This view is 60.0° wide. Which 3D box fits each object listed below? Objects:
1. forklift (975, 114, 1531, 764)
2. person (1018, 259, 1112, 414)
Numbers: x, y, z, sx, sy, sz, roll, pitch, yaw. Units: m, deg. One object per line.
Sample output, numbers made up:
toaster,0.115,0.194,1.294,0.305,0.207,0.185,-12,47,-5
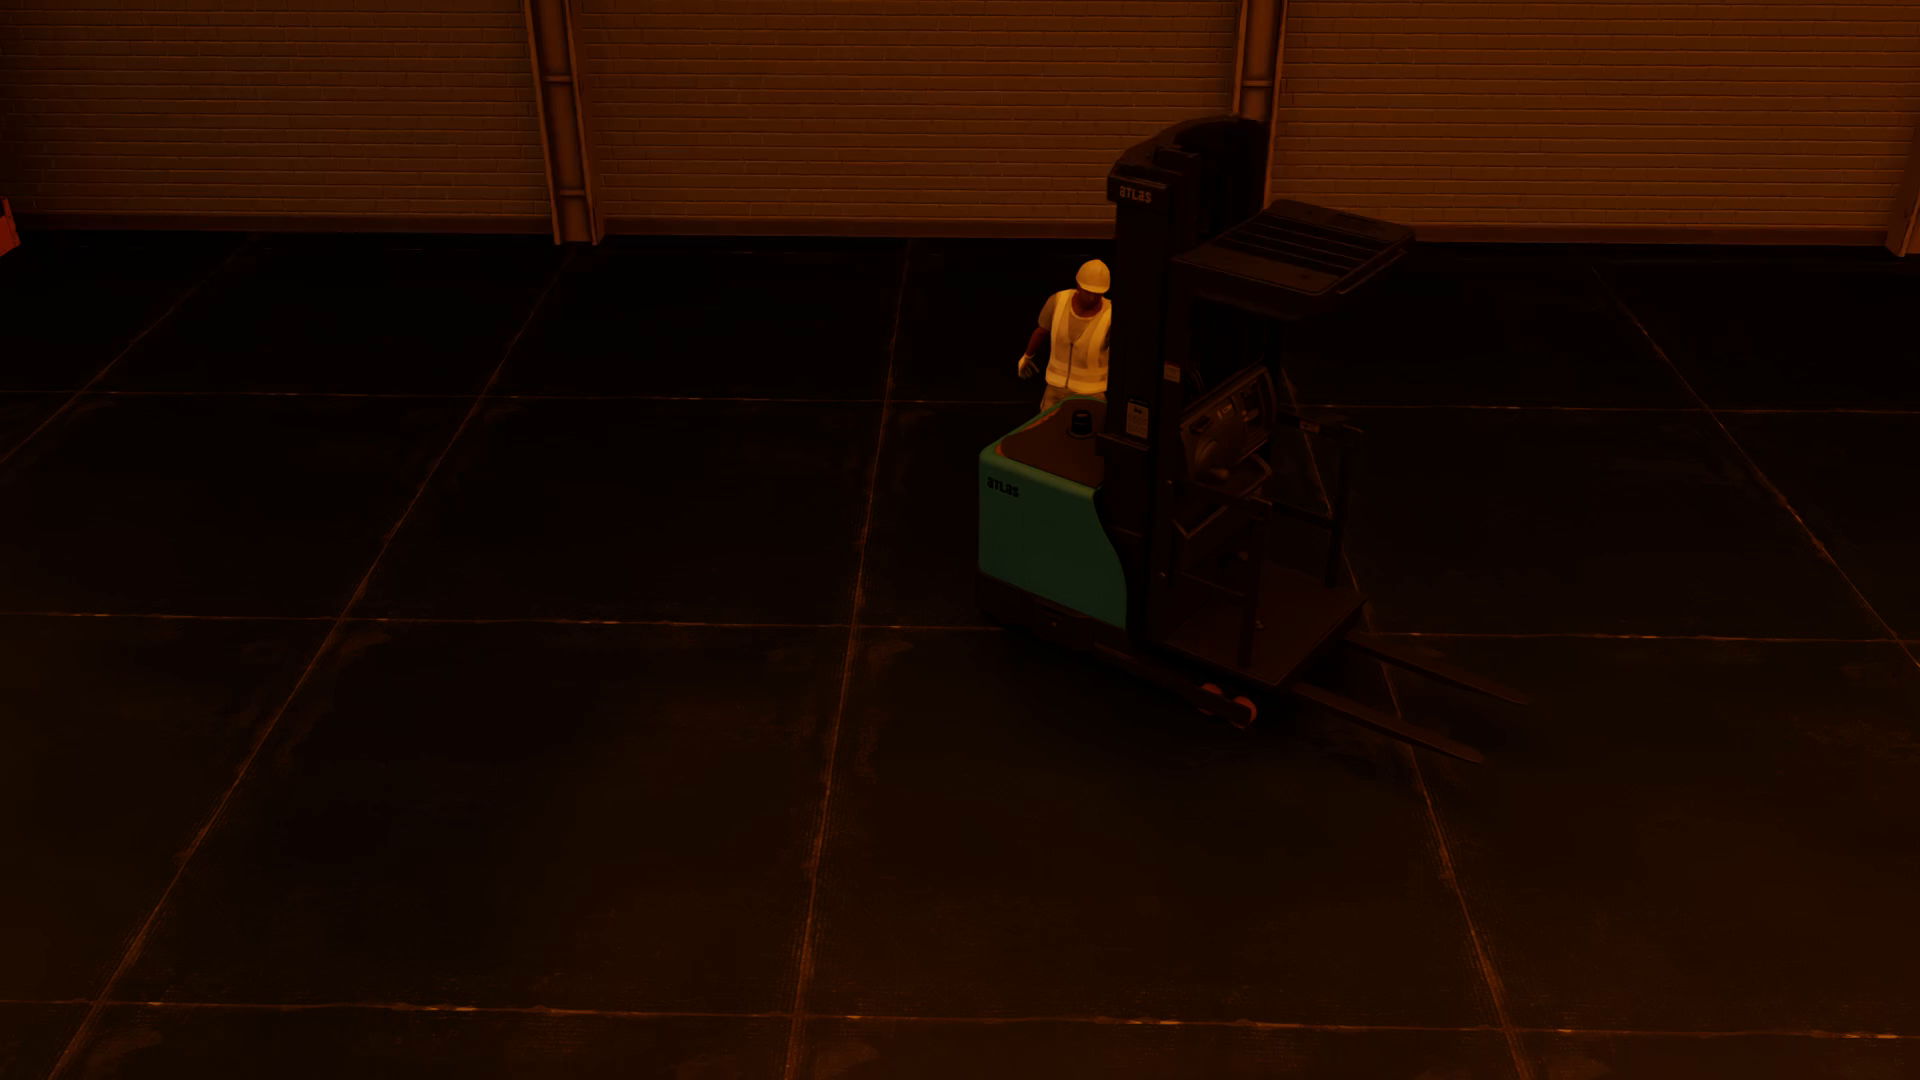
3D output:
forklift,1.568,-0.572,8.584,3.031,2.935,1.130,21,37,32
person,0.753,-0.994,10.529,0.907,1.741,0.486,17,35,27
